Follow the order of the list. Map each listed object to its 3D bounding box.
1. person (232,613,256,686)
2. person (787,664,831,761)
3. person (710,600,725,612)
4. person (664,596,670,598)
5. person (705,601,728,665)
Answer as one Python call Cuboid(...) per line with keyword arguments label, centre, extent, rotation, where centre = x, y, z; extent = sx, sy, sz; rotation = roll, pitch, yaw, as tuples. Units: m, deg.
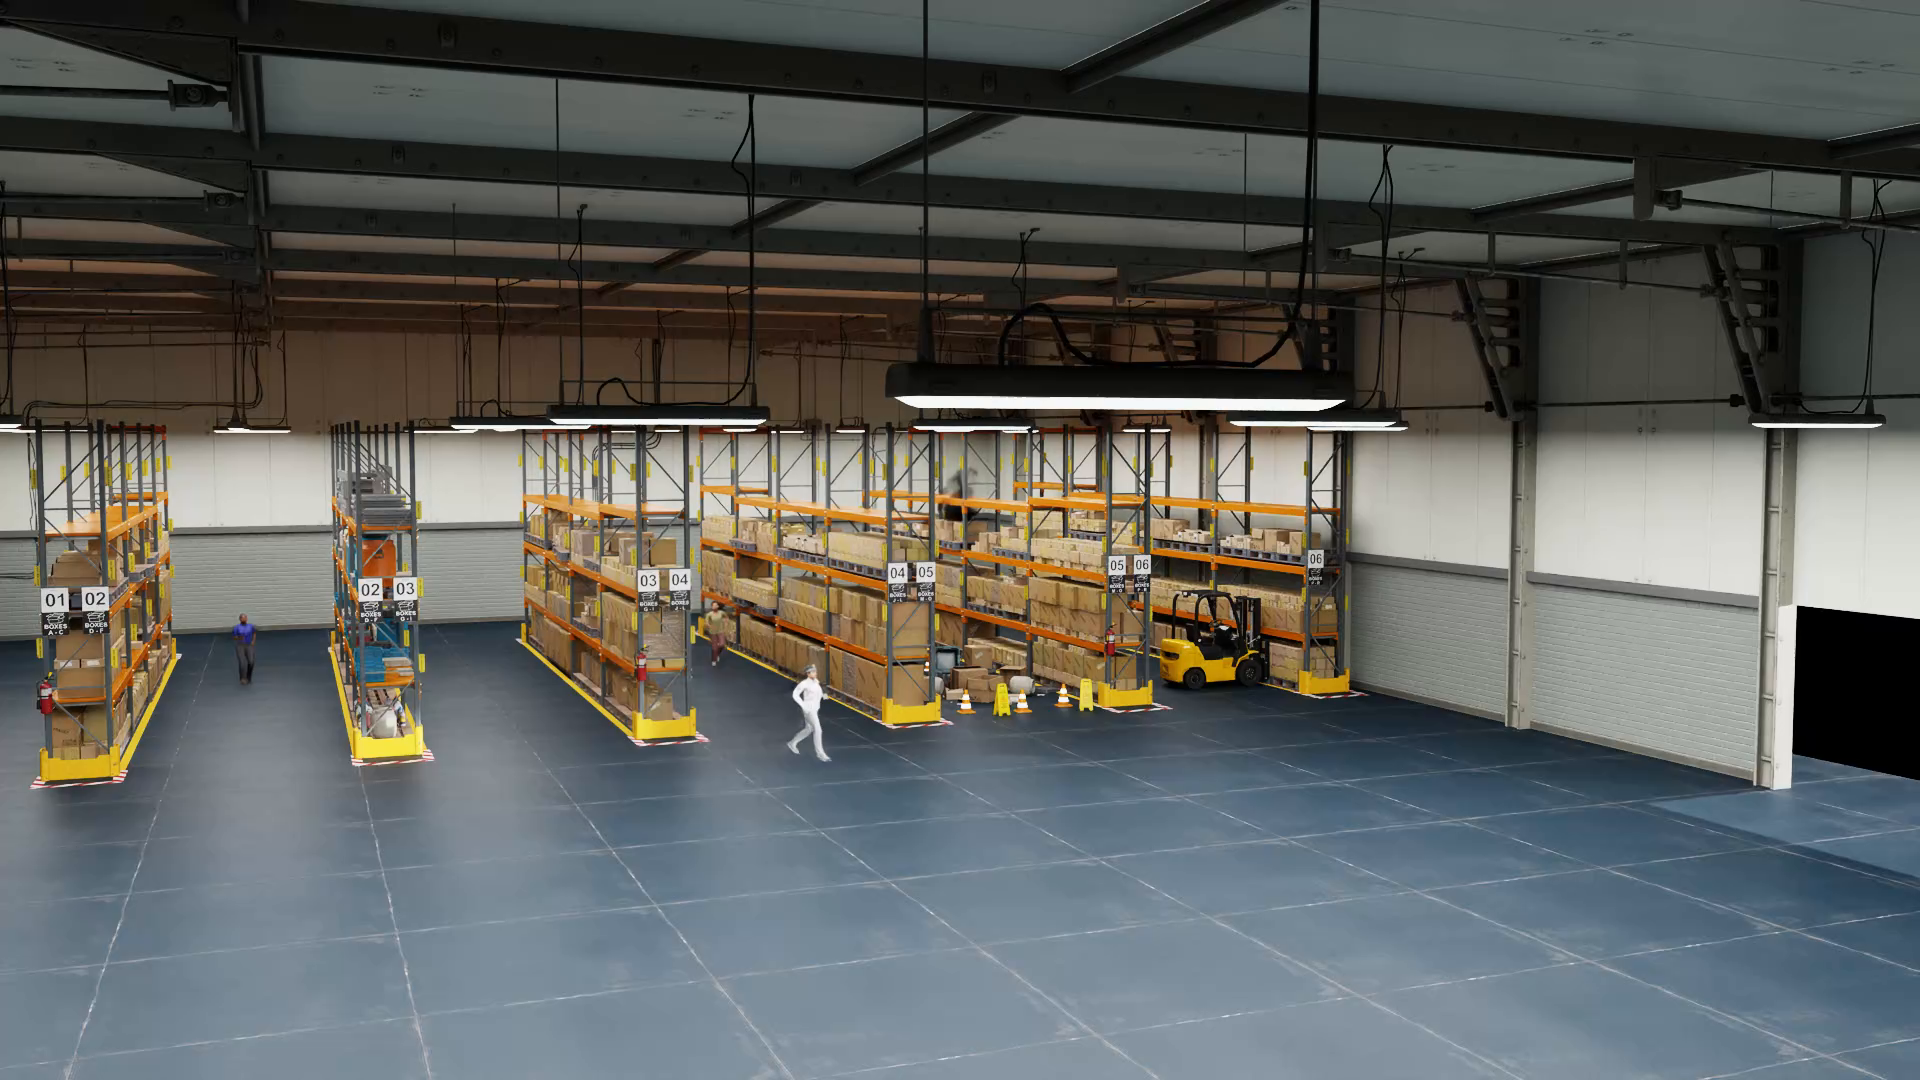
Cuboid(label="person", centre=(-16.399, 2.530, 38.164), extent=(0.558, 1.672, 0.667), rotation=(-2, 4, -32))
Cuboid(label="person", centre=(-2.652, 3.035, 29.462), extent=(0.836, 1.718, 0.598), rotation=(1, 4, 21))
Cuboid(label="person", centre=(-7.249, 1.792, 49.561), extent=(0.867, 1.662, 0.712), rotation=(1, 4, 19))
Cuboid(label="person", centre=(-8.513, 1.903, 47.319), extent=(0.750, 1.748, 0.825), rotation=(1, 4, 11))
Cuboid(label="person", centre=(-6.034, 2.322, 41.304), extent=(0.596, 1.619, 0.689), rotation=(-1, 4, -16))
